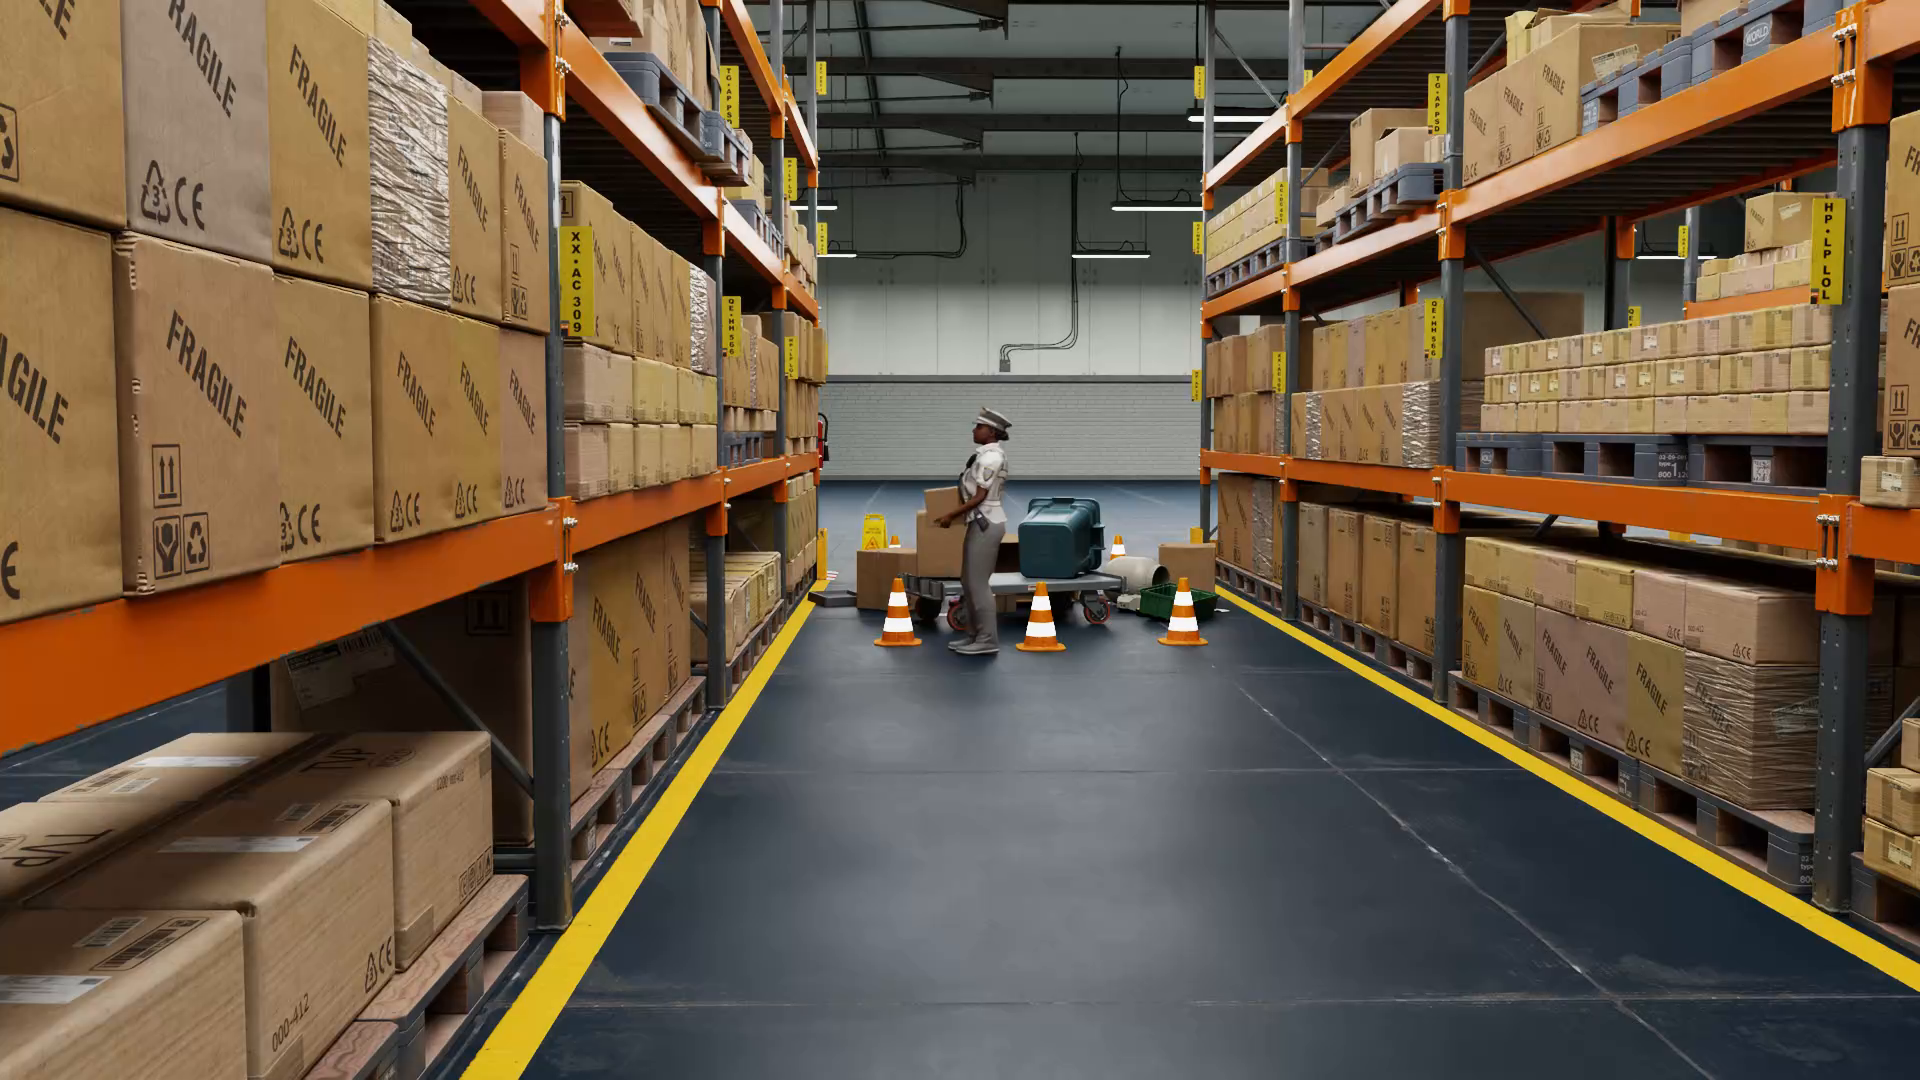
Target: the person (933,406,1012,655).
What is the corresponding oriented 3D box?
[{"bbox_3d":[0.083,-0.072,11.358,0.540,1.688,0.449,0,4,-1],"label":"person"}]
